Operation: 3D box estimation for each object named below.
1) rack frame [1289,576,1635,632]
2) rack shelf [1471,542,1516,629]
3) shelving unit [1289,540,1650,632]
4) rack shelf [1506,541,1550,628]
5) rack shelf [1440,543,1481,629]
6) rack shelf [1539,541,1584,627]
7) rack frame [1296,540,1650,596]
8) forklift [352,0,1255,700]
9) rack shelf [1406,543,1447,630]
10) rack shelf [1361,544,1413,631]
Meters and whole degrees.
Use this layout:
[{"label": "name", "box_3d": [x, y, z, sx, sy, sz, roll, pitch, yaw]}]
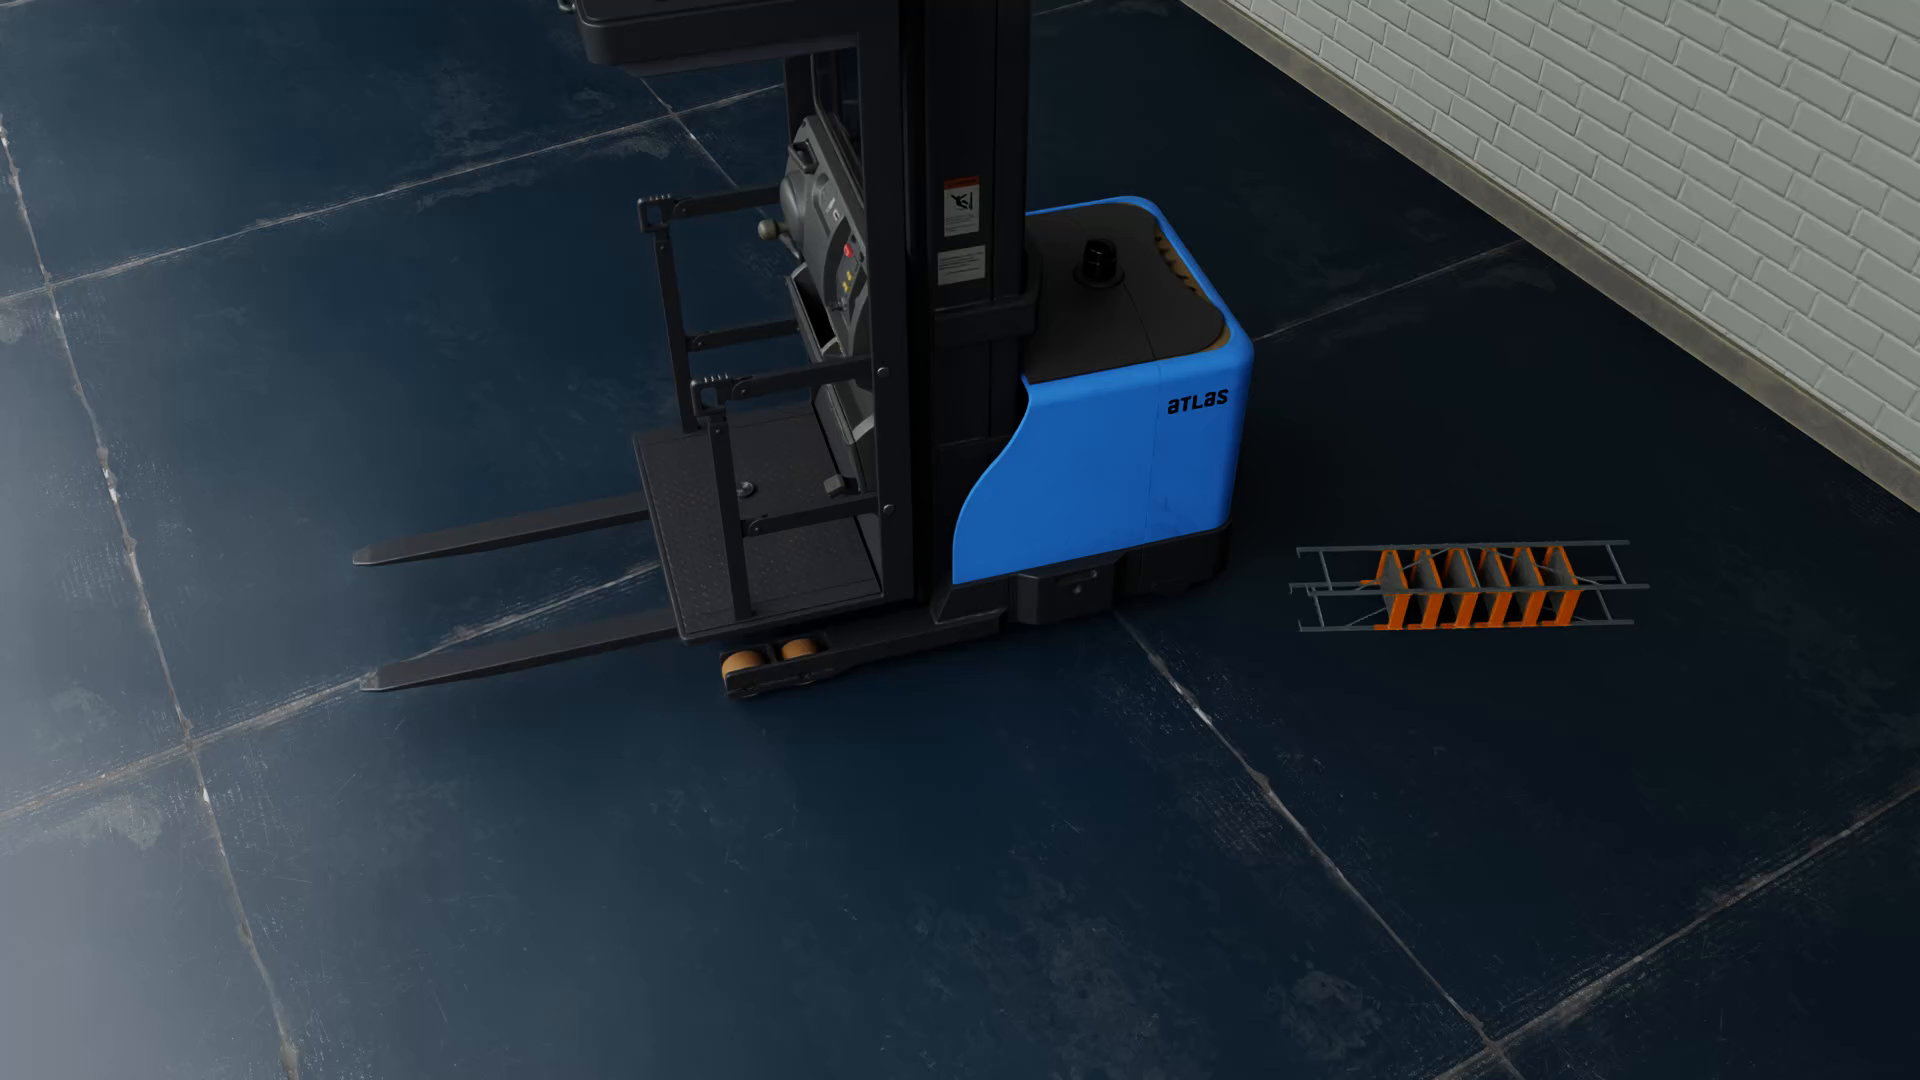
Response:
[{"label": "rack frame", "box_3d": [1.806, 0.229, 6.007, 1.200, 0.006, 0.240, -1, 44, -1]}, {"label": "rack shelf", "box_3d": [1.882, 0.162, 5.945, 0.103, 0.180, 0.258, -1, 44, -1]}, {"label": "shelving unit", "box_3d": [1.806, 0.163, 5.943, 1.200, 0.189, 0.258, -1, 44, -1]}, {"label": "rack shelf", "box_3d": [2.002, 0.159, 5.947, 0.103, 0.180, 0.258, -1, 44, -1]}, {"label": "rack shelf", "box_3d": [1.762, 0.164, 5.942, 0.103, 0.180, 0.258, -1, 44, -1]}, {"label": "rack shelf", "box_3d": [2.122, 0.156, 5.950, 0.103, 0.180, 0.258, -1, 44, -1]}, {"label": "rack frame", "box_3d": [1.806, 0.097, 5.879, 1.200, 0.006, 0.240, -1, 44, -1]}, {"label": "forklift", "box_3d": [-0.603, -0.926, 5.099, 3.031, 2.935, 1.130, -12, 45, -12]}, {"label": "rack shelf", "box_3d": [1.642, 0.167, 5.939, 0.103, 0.180, 0.258, -1, 44, -1]}, {"label": "rack shelf", "box_3d": [1.522, 0.169, 5.936, 0.103, 0.180, 0.258, -1, 44, -1]}]
